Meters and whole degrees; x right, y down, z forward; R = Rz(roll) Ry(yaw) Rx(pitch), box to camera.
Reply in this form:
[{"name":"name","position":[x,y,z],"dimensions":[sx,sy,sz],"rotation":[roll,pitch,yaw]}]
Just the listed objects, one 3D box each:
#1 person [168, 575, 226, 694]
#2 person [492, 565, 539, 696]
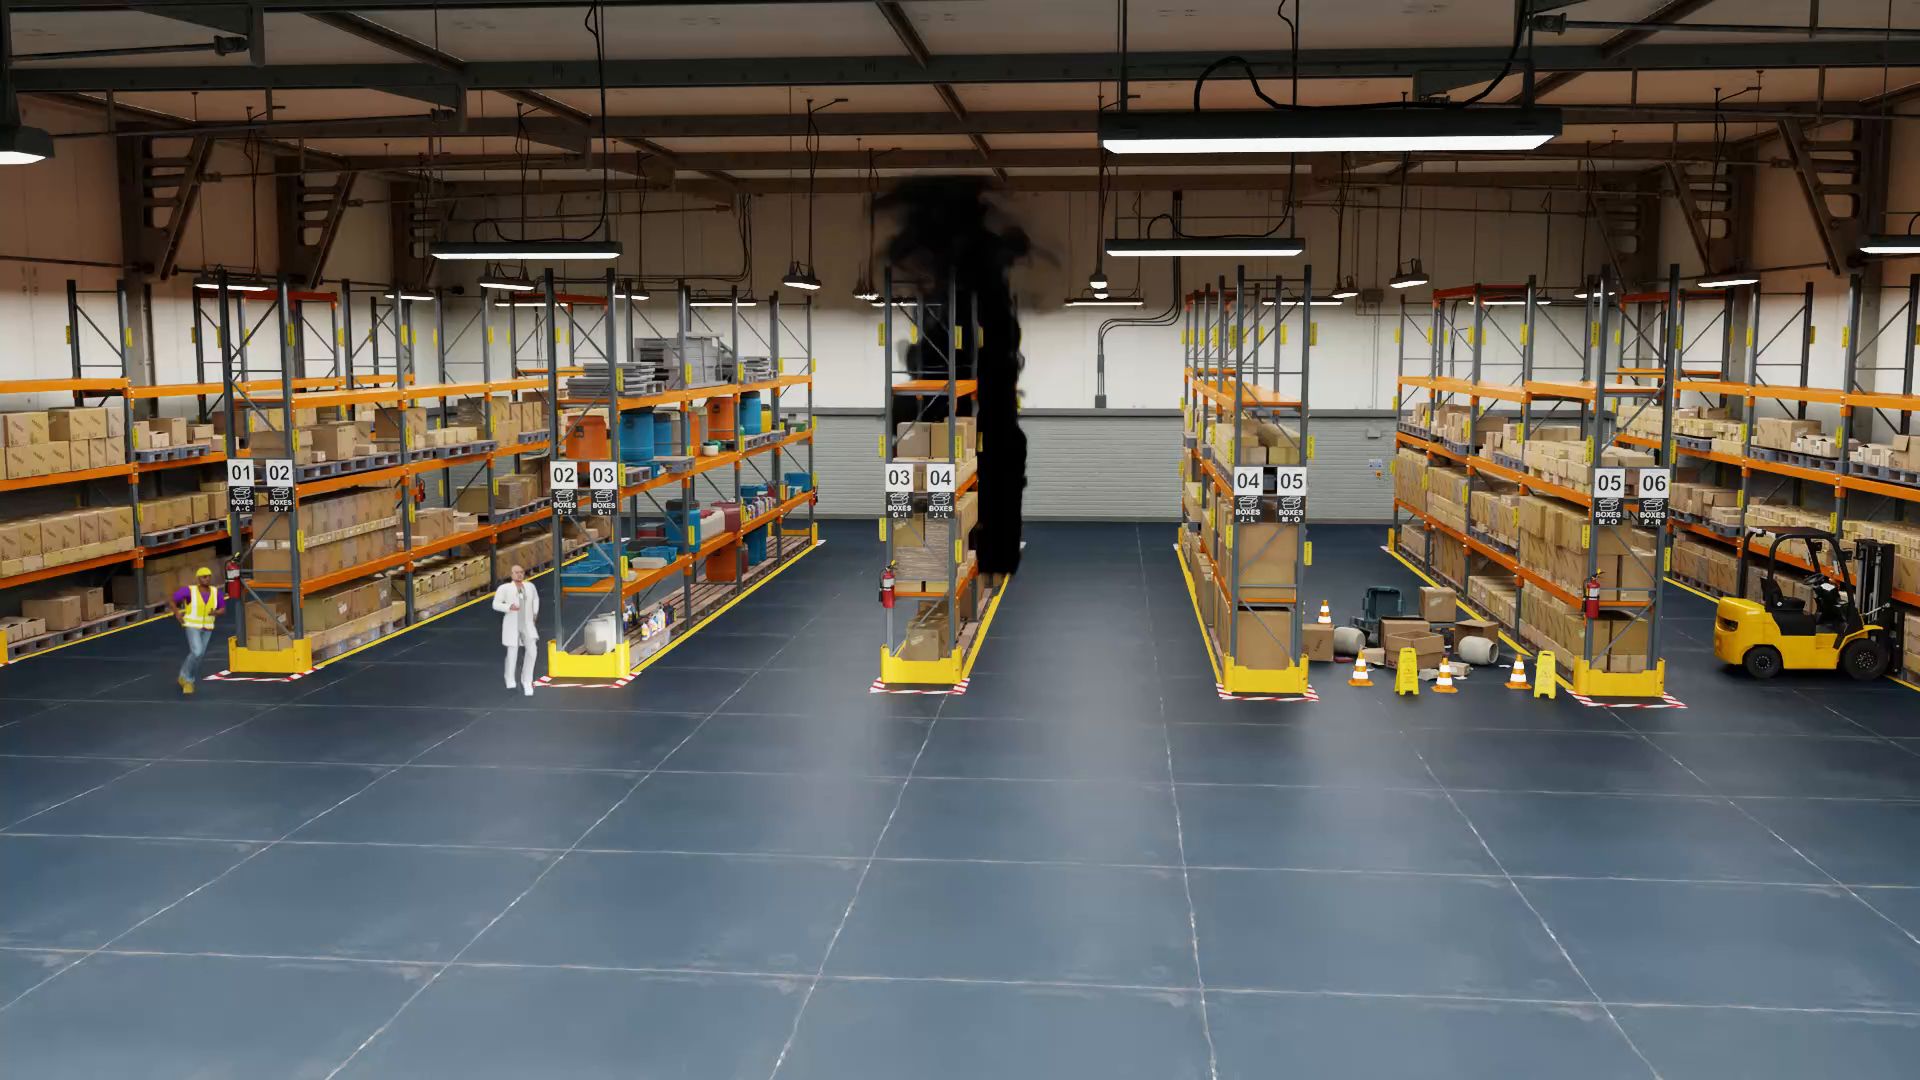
[{"name":"person","position":[-10.855,1.302,23.732],"dimensions":[0.670,1.765,0.684],"rotation":[5,9,37]},{"name":"person","position":[-6.241,1.310,23.516],"dimensions":[0.709,1.749,0.726],"rotation":[-4,8,-28]}]
